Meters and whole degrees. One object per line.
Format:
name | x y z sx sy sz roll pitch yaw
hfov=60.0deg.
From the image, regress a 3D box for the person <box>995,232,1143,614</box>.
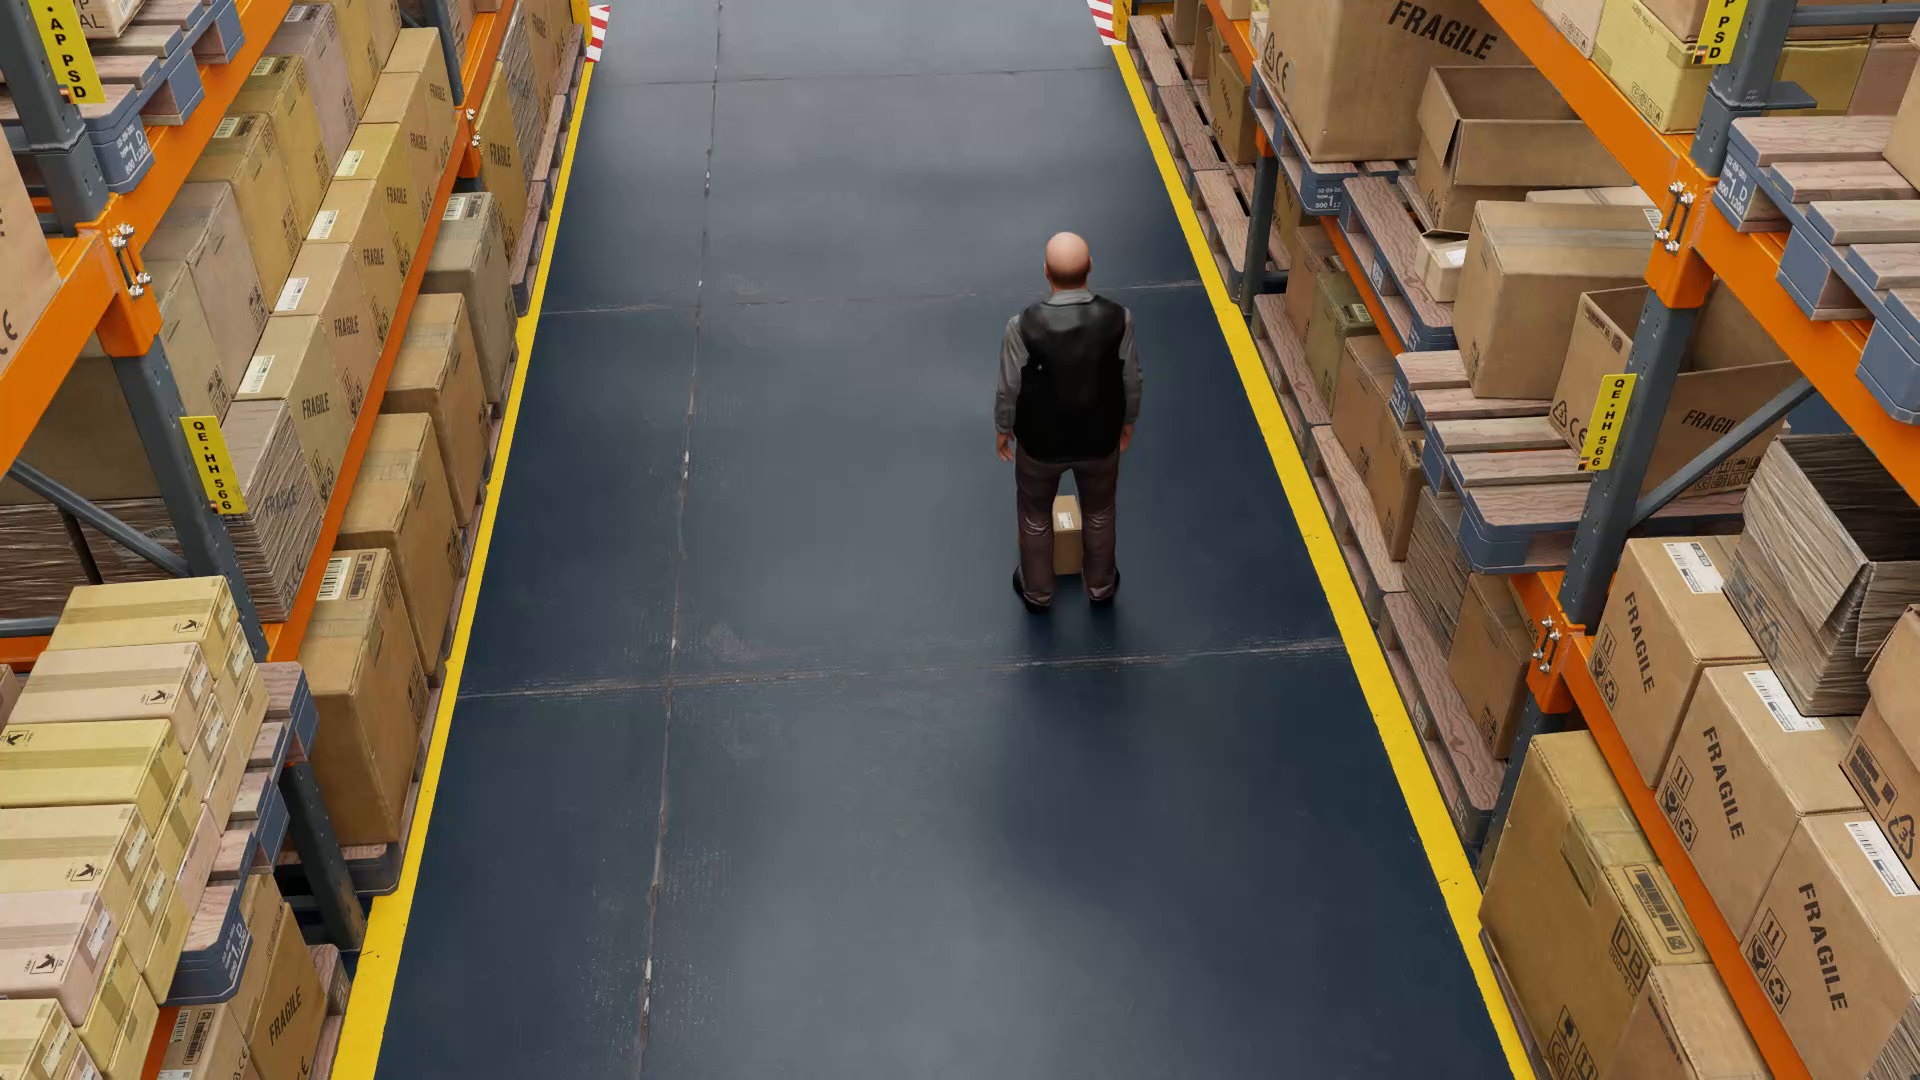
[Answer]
person | 0.431 -0.416 6.689 0.587 1.721 0.412 -4 39 -5
